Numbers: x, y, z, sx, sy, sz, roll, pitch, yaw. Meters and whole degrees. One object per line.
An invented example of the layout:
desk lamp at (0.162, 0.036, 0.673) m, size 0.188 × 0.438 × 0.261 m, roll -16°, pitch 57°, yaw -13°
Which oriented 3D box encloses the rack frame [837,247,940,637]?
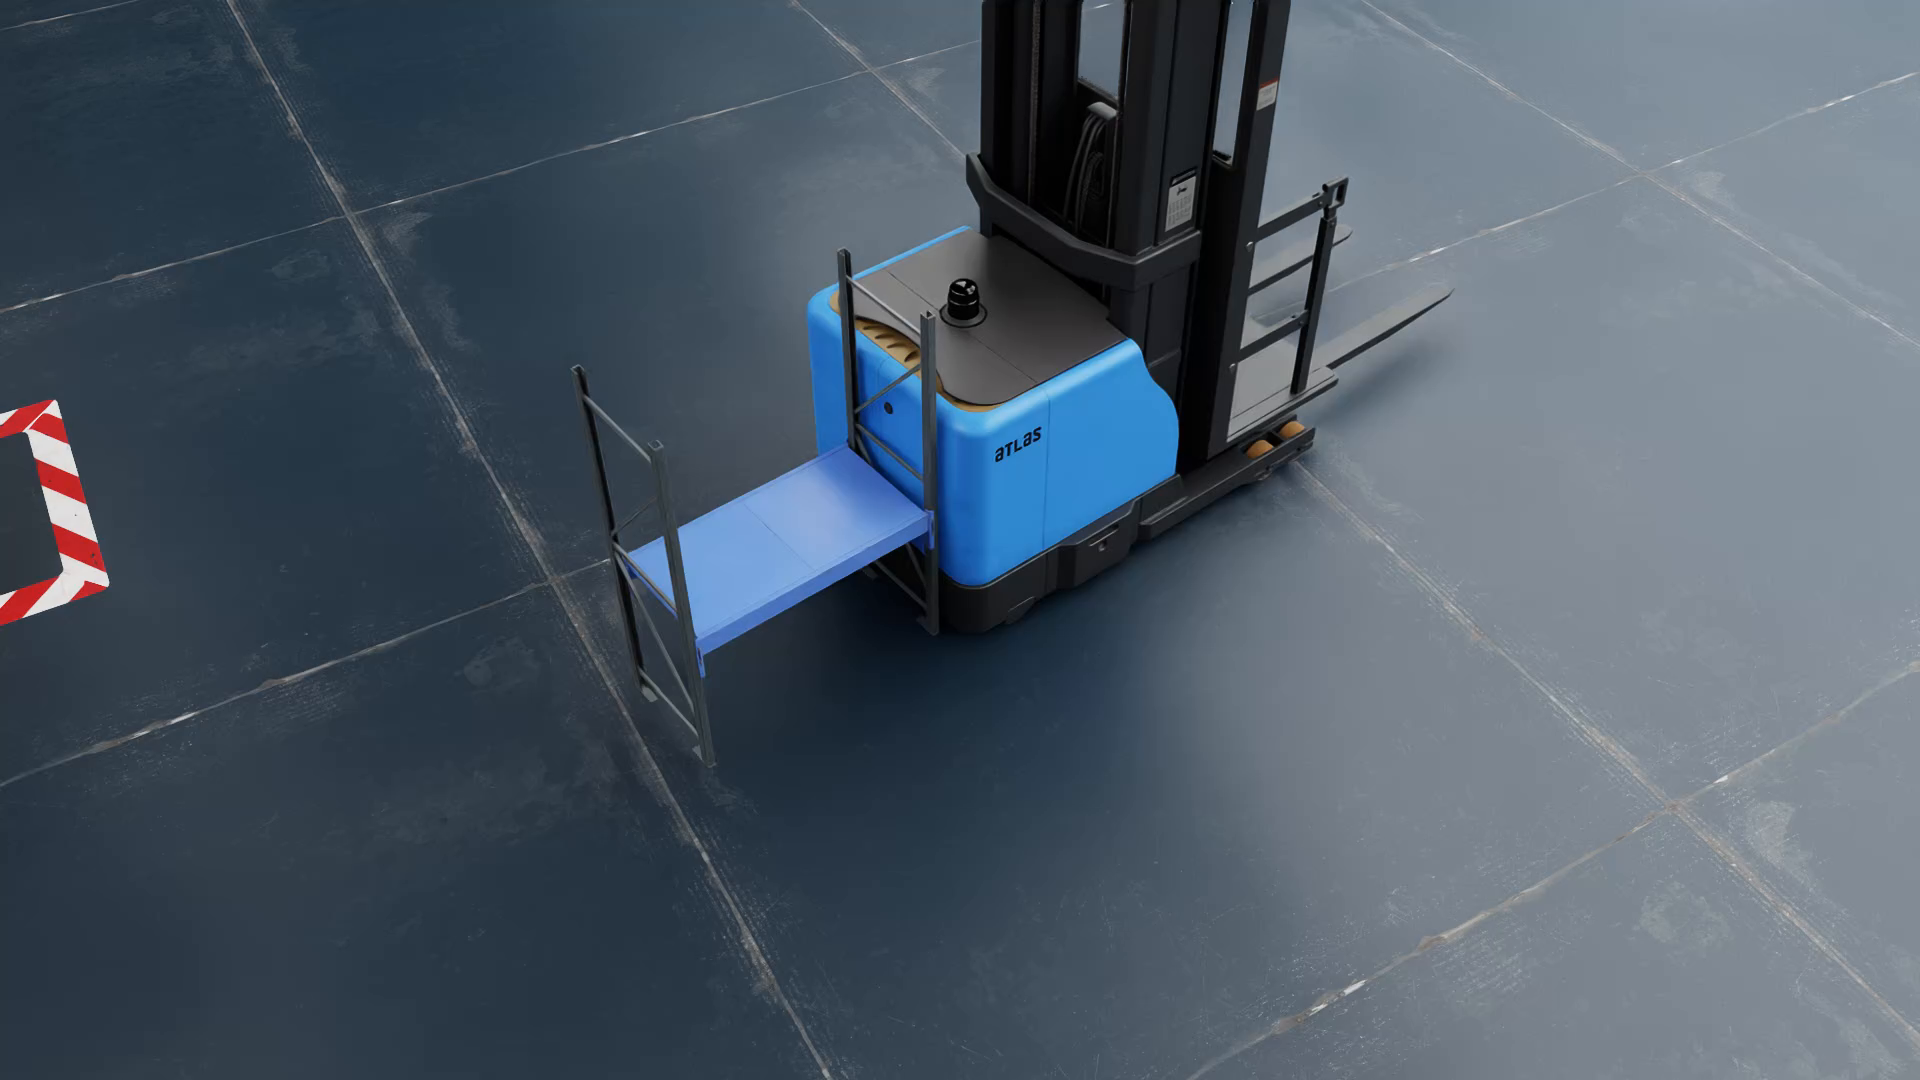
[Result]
rack frame at (-0.247, -0.310, 5.993) m, size 0.032 × 1.500 × 0.500 m, roll -29°, pitch 51°, yaw -27°

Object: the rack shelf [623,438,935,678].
rack shelf at (-0.642, 0.042, 5.889) m, size 1.000 × 0.185 × 0.538 m, roll -29°, pitch 51°, yaw -27°

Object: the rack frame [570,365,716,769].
rack frame at (-1.037, 0.135, 5.534) m, size 0.032 × 1.500 × 0.500 m, roll -29°, pitch 51°, yaw -27°

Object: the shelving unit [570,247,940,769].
shelving unit at (-0.642, -0.088, 5.763) m, size 1.048 × 1.500 × 0.538 m, roll -29°, pitch 51°, yaw -27°

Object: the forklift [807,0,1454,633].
forklift at (-8.834, -2.475, 7.196) m, size 16.483 × 2.935 × 15.389 m, roll -29°, pitch 51°, yaw -27°
